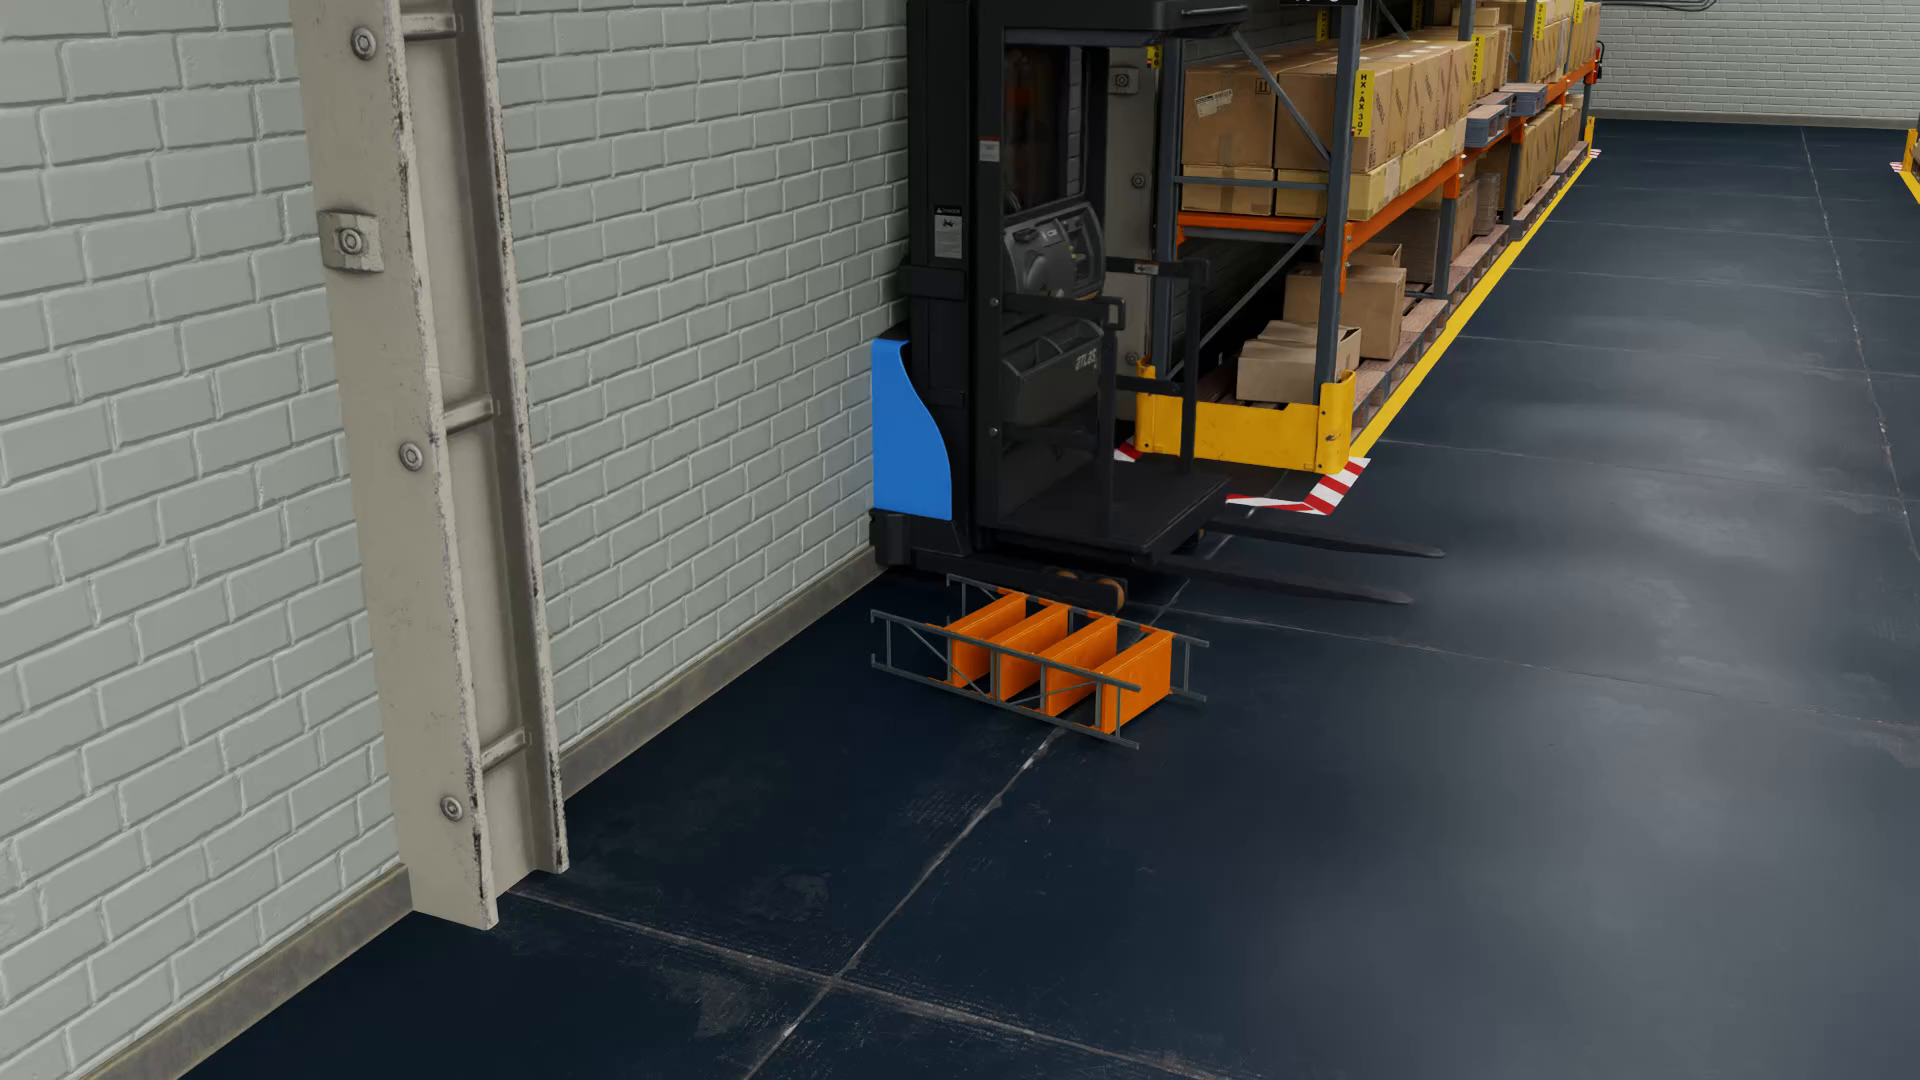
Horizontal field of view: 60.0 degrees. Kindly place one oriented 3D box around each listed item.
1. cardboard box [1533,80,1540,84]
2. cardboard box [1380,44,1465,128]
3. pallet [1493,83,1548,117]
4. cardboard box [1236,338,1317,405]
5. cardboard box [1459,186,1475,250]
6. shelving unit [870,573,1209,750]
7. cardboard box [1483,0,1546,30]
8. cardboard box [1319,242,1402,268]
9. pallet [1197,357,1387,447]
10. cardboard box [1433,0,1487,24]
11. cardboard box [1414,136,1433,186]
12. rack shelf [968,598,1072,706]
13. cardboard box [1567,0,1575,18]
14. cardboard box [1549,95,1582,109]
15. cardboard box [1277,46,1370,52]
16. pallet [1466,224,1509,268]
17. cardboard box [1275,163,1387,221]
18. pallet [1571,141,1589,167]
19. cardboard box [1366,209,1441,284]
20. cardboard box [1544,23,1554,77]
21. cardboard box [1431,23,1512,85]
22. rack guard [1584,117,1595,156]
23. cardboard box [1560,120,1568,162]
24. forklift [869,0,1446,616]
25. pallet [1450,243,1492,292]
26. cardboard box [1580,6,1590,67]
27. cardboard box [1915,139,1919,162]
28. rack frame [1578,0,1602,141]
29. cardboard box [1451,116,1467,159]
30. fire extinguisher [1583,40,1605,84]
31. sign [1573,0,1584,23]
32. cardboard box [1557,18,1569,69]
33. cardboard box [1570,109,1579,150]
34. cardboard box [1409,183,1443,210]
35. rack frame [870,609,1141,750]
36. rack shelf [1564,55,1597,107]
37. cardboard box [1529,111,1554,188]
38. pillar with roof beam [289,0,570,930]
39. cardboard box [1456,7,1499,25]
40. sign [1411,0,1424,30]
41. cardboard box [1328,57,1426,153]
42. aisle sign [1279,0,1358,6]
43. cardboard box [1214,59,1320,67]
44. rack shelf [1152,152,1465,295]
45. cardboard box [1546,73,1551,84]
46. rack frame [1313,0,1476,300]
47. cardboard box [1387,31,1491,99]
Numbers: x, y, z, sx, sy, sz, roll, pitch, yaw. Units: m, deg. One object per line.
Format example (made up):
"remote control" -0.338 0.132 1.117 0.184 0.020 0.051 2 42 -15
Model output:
"cardboard box" 5.455 -4.420 16.266 0.380 0.149 0.250 9 22 24
"cardboard box" 3.063 -3.044 11.125 0.500 0.500 0.500 8 21 22
"pallet" 4.617 -3.992 15.003 1.213 0.211 1.003 9 21 23
"cardboard box" 1.901 -1.009 9.685 0.500 0.311 0.500 6 20 17
"cardboard box" 4.070 -2.820 14.495 0.700 0.500 0.500 8 21 22
"shelving unit" 0.285 0.435 6.306 1.200 0.258 0.503 14 24 34
"cardboard box" 5.245 -4.977 15.744 0.500 0.250 0.500 9 22 24
"cardboard box" 2.785 -1.799 11.624 0.500 0.500 0.500 7 21 19
"pallet" 1.932 -0.822 9.965 1.003 0.211 1.213 9 21 23
"cardboard box" 4.761 -5.039 15.919 0.500 0.250 0.500 9 22 24
"cardboard box" 2.648 -2.383 10.388 0.500 0.250 0.500 9 21 23
"rack shelf" 0.231 0.422 6.344 0.148 0.258 0.480 14 24 34
"cardboard box" 6.492 -5.910 18.367 0.500 0.250 0.500 9 22 24
"cardboard box" 7.902 -5.716 21.700 0.380 0.149 0.250 9 22 24
"cardboard box" 2.366 -2.960 10.889 0.500 0.500 0.500 9 22 24
"pallet" 4.490 -2.762 15.421 1.003 0.211 1.213 9 21 23
"cardboard box" 2.025 -1.913 9.067 0.500 0.250 0.500 8 21 21
"pallet" 7.832 -5.191 22.251 1.003 0.211 1.213 9 21 23
"cardboard box" 3.460 -2.349 13.170 0.700 0.500 0.500 9 22 25
"cardboard box" 5.671 -4.935 16.746 0.500 0.500 0.500 8 21 22
"cardboard box" 4.628 -4.424 15.126 0.700 0.500 0.500 6 20 16
"rack guard" 8.097 -5.590 22.940 1.175 0.500 0.348 9 21 23
"cardboard box" 7.058 -4.925 20.445 0.700 0.500 0.500 8 21 22
"forklift" 0.596 -1.253 7.117 3.031 2.935 1.130 10 22 26
"pallet" 3.989 -2.391 14.376 1.003 0.211 1.213 9 21 23
"cardboard box" 7.280 -6.289 20.727 0.980 0.700 0.700 7 21 20
"cardboard box" 11.922 -4.713 20.192 0.500 0.250 0.500 9 21 23
"rack frame" 8.088 -6.760 22.501 1.000 3.000 0.127 9 21 23
"cardboard box" 3.256 -2.844 11.684 0.500 0.250 0.500 9 21 23
"fire extinguisher" 8.570 -6.531 22.528 0.296 0.674 0.183 9 21 23
"sign" 6.949 -5.974 18.681 0.100 0.325 0.005 9 21 23
"cardboard box" 6.291 -5.401 18.056 0.500 0.500 0.500 9 21 23
"cardboard box" 7.687 -5.400 21.779 0.700 0.500 0.500 8 21 23
"cardboard box" 3.637 -2.837 13.425 0.500 0.250 0.500 8 21 22
"rack frame" 0.140 0.501 6.122 1.200 0.240 0.015 14 24 34
"rack shelf" 7.269 -5.810 20.902 1.077 0.370 4.000 9 21 23
"cardboard box" 5.941 -4.234 17.978 0.750 0.750 0.750 9 22 24
"pillar with roof beam" 2.504 -2.603 1.860 9.100 9.000 0.400 9 21 23
"cardboard box" 4.698 -4.765 15.117 0.380 0.149 0.250 6 20 16
"sign" 4.304 -4.935 15.642 0.100 0.325 0.005 9 21 23
"cardboard box" 2.434 -2.573 9.801 0.500 0.500 0.500 8 21 21
"aisle sign" 1.780 -3.031 8.135 0.394 0.787 0.004 9 21 23
"cardboard box" 1.750 -2.487 9.560 0.500 0.500 0.500 9 21 23
"rack shelf" 2.355 -2.142 10.588 1.077 0.370 4.000 9 21 23
"cardboard box" 6.125 -4.978 17.836 0.380 0.149 0.250 9 21 23
"rack frame" 3.174 -3.092 12.186 1.000 3.000 0.127 9 21 23
"cardboard box" 3.890 -3.873 13.576 0.700 0.500 0.500 12 23 30
